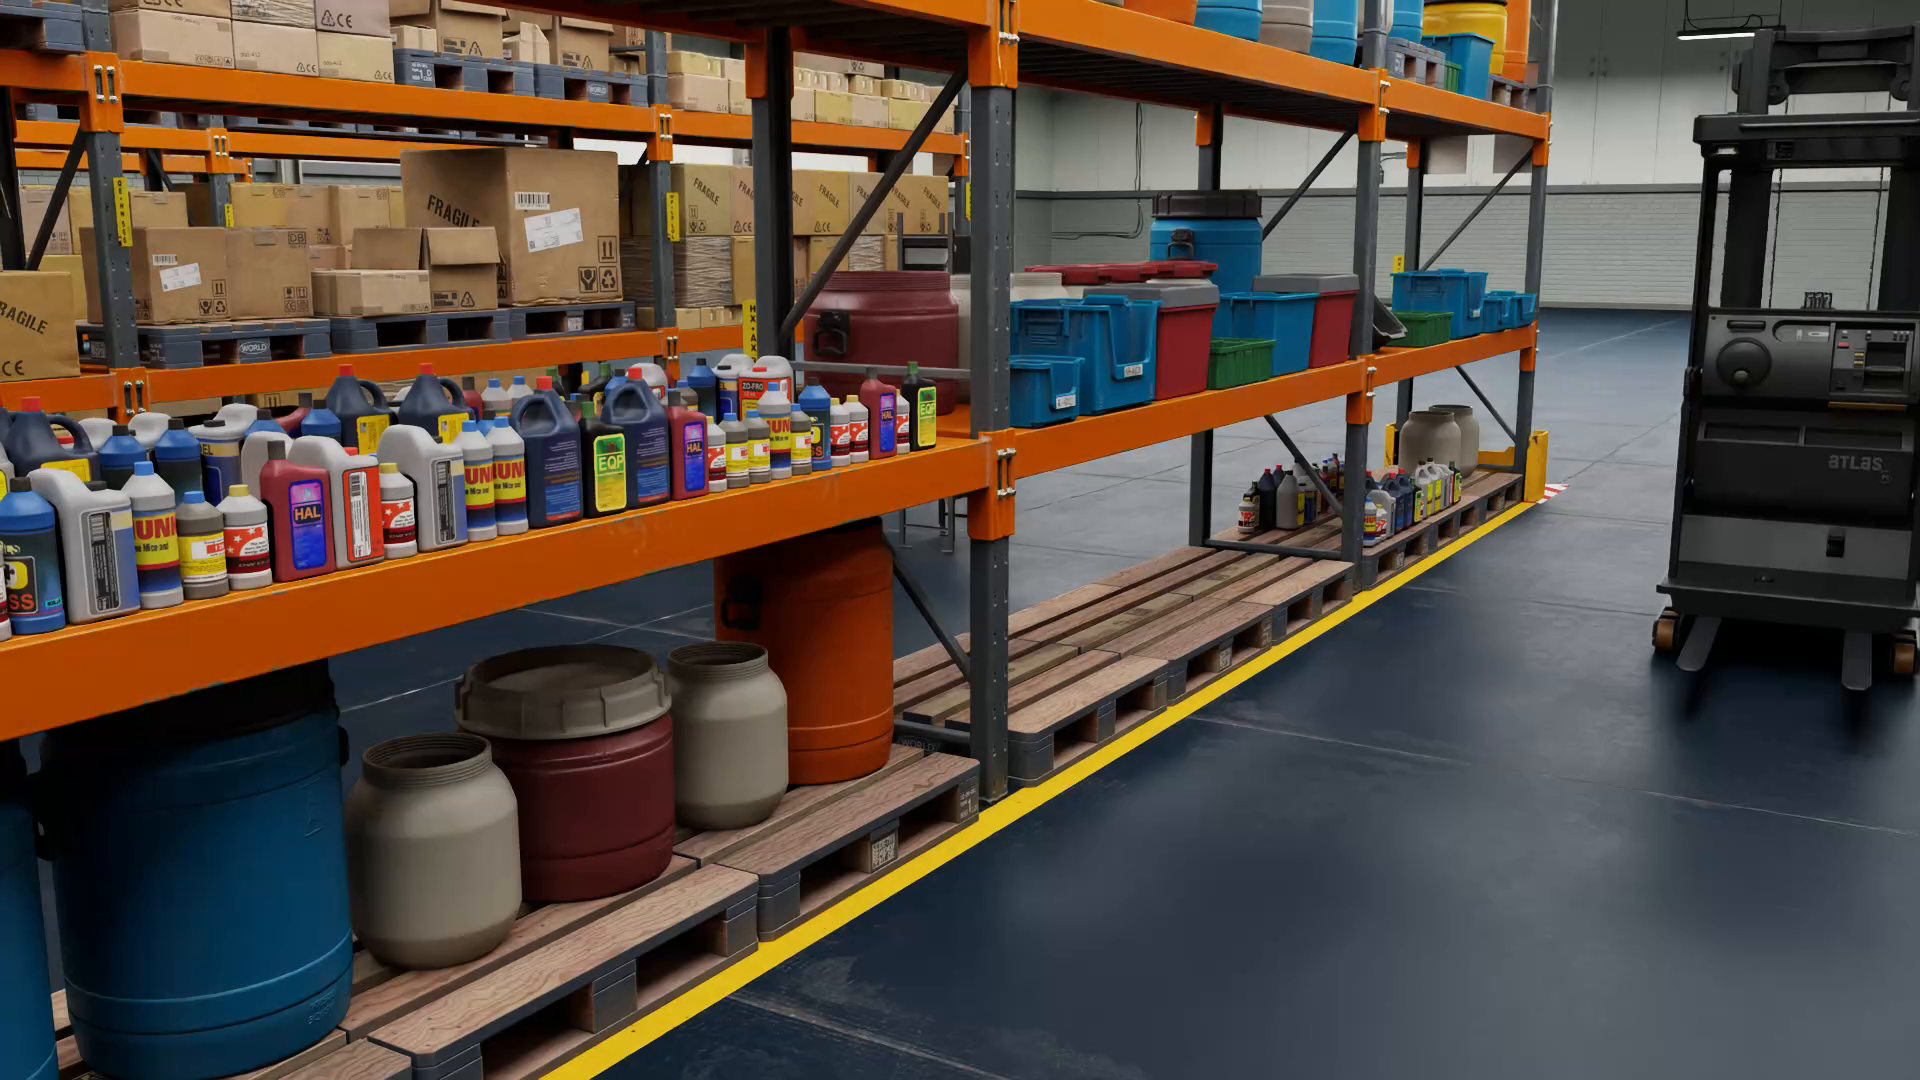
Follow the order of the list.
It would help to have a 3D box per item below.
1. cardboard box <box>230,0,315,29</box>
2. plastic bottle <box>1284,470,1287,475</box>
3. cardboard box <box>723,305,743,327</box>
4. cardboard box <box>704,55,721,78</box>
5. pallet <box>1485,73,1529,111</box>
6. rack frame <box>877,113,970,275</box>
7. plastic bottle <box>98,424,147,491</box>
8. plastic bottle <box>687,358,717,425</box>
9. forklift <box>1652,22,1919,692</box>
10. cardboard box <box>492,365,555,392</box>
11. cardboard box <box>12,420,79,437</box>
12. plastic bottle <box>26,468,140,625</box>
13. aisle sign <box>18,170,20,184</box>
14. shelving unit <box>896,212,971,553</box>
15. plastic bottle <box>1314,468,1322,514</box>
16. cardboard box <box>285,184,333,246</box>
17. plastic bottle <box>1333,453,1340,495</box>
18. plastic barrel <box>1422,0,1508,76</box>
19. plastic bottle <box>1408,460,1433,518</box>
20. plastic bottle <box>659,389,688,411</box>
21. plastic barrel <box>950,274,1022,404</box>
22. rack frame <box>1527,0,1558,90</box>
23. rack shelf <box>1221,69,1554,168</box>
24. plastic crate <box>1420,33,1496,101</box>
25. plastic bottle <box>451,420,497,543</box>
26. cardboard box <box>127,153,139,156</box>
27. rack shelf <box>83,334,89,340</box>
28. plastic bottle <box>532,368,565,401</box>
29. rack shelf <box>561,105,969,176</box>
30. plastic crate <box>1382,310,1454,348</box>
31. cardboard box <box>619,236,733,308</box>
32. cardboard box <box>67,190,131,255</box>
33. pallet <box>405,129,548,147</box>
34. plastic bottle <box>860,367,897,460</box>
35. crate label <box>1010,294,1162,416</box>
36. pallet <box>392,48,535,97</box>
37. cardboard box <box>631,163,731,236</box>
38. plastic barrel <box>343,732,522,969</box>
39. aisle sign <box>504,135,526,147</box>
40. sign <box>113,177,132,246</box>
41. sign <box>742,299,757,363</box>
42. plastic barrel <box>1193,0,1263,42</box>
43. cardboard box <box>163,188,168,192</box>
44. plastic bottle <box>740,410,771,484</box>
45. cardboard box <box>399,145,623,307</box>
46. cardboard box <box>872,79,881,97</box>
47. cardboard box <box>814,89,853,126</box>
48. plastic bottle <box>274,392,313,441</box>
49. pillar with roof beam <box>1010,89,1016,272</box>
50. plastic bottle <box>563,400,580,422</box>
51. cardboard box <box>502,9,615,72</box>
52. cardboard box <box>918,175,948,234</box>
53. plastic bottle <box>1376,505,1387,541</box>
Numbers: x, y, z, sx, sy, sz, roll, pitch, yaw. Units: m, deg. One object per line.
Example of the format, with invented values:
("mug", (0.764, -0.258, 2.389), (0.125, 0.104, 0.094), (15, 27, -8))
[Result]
("cardboard box", (-3.789, -2.965, 8.775), (0.500, 0.500, 0.500), (6, 12, 31))
("plastic bottle", (2.027, -0.293, 10.468), (0.061, 0.283, 0.133), (7, 13, 34))
("cardboard box", (-1.827, -1.658, 12.256), (0.380, 0.149, 0.250), (6, 12, 31))
("cardboard box", (-1.931, -3.363, 11.854), (0.380, 0.149, 0.250), (6, 12, 28))
("pallet", (3.354, -3.113, 11.708), (1.003, 0.211, 1.213), (6, 12, 31))
("rack frame", (-0.366, -2.325, 15.139), (1.000, 3.000, 0.127), (6, 12, 31))
("plastic bottle", (-1.867, -0.122, 3.721), (0.097, 0.271, 0.097), (0, 11, 0))
("plastic bottle", (-0.871, -0.478, 5.621), (0.097, 0.271, 0.097), (0, 11, 0))
("forklift", (3.969, -0.907, 7.749), (1.130, 2.935, 3.031), (6, 12, 28))
("cardboard box", (-4.849, -1.864, 17.308), (0.875, 0.875, 0.875), (6, 12, 31))
("cardboard box", (-4.896, -0.123, 8.006), (1.225, 0.875, 0.875), (6, 12, 28))
("plastic bottle", (-1.607, 0.002, 3.044), (0.152, 0.276, 0.135), (6, 12, 31))
("aisle sign", (-12.795, -5.006, 22.392), (0.394, 0.787, 0.004), (6, 12, 31))
("shelving unit", (-0.086, -1.006, 10.536), (0.431, 2.100, 0.503), (6, 12, 31))
("plastic bottle", (2.246, -0.308, 10.550), (0.061, 0.283, 0.133), (6, 12, 31))
("cardboard box", (-6.223, -2.943, 15.095), (0.875, 0.550, 0.550), (6, 12, 31))
("plastic bottle", (2.526, -0.444, 11.276), (0.061, 0.283, 0.133), (7, 12, 32))
("plastic barrel", (3.384, -3.434, 11.257), (0.600, 0.588, 0.600), (0, 11, 0))
("plastic bottle", (2.883, -0.321, 10.436), (0.144, 0.351, 0.185), (6, 12, 30))
("plastic bottle", (-0.911, -0.378, 5.274), (0.097, 0.201, 0.097), (0, 11, 0))
("plastic barrel", (0.065, -0.831, 6.854), (0.421, 0.512, 0.421), (0, 11, 0))
("rack frame", (3.867, -4.801, 12.059), (1.000, 3.000, 0.127), (6, 12, 31))
("rack shelf", (2.828, -2.659, 10.721), (1.077, 0.370, 4.000), (6, 12, 31))
("plastic crate", (3.134, -2.990, 10.581), (0.392, 0.384, 0.575), (6, 12, 31))
("plastic bottle", (-1.113, -0.136, 3.793), (0.097, 0.271, 0.097), (0, 11, 0))
("cardboard box", (-9.328, -4.382, 18.657), (0.380, 0.149, 0.250), (6, 12, 30))
("rack shelf", (-7.668, -1.518, 12.781), (1.077, 0.370, 4.000), (6, 12, 31))
("plastic bottle", (-1.256, -0.374, 5.031), (0.061, 0.283, 0.133), (6, 12, 31))
("rack shelf", (-1.405, -3.132, 13.249), (1.077, 0.370, 4.000), (6, 12, 31))
("plastic crate", (2.736, -1.306, 10.267), (0.450, 0.188, 0.662), (6, 12, 31))
("cardboard box", (-2.157, -1.957, 12.088), (0.875, 0.500, 0.500), (6, 12, 31))
("cardboard box", (-7.148, -2.567, 13.440), (0.700, 0.500, 0.500), (6, 12, 30))
("pallet", (-4.929, -4.128, 16.858), (1.003, 0.211, 1.213), (6, 12, 31))
("plastic bottle", (-0.252, -0.396, 5.150), (0.061, 0.283, 0.133), (6, 12, 31))
("crate label", (0.460, -0.742, 6.584), (0.502, 0.435, 0.616), (6, 12, 31))
("pallet", (-3.390, -2.828, 10.183), (1.213, 0.211, 1.003), (6, 12, 31))
("cardboard box", (-1.992, -2.430, 11.898), (0.500, 0.500, 0.500), (6, 12, 31))
("plastic barrel", (-1.329, 0.776, 4.193), (0.421, 0.512, 0.421), (0, 11, 0))
("aisle sign", (-4.773, -4.133, 17.728), (0.394, 0.787, 0.004), (6, 12, 31))
("sign", (-4.044, -1.584, 8.031), (0.100, 0.325, 0.005), (6, 12, 31))
("sign", (-0.760, -0.726, 6.150), (0.100, 0.325, 0.005), (6, 12, 31))
("plastic barrel", (1.032, -2.638, 7.292), (0.600, 0.901, 0.708), (6, 12, 31))
("cardboard box", (-9.184, -3.779, 19.106), (0.700, 0.500, 0.500), (7, 12, 31))
("plastic bottle", (-0.580, -0.263, 4.661), (0.097, 0.201, 0.097), (0, 11, 0))
("cardboard box", (-2.975, -2.086, 11.089), (1.000, 1.000, 1.000), (6, 12, 31))
("cardboard box", (-0.872, -3.697, 13.636), (0.380, 0.149, 0.250), (7, 12, 31))
("cardboard box", (-1.186, -3.388, 13.070), (0.500, 0.250, 0.500), (6, 12, 30))
("plastic bottle", (-1.712, -0.236, 4.293), (0.061, 0.283, 0.133), (6, 12, 31))
("pillar with roof beam", (5.043, -10.978, 45.054), (9.100, 9.000, 0.548), (6, 12, 31))
("plastic bottle", (-0.943, -0.208, 4.147), (0.061, 0.283, 0.133), (6, 12, 31))
("cardboard box", (-2.772, -3.363, 11.110), (0.797, 0.503, 0.637), (6, 12, 28))
("cardboard box", (-0.441, -2.902, 14.422), (0.500, 0.500, 0.500), (6, 12, 31))
("plastic bottle", (2.436, -0.104, 9.683), (0.097, 0.201, 0.097), (0, 11, 0))
